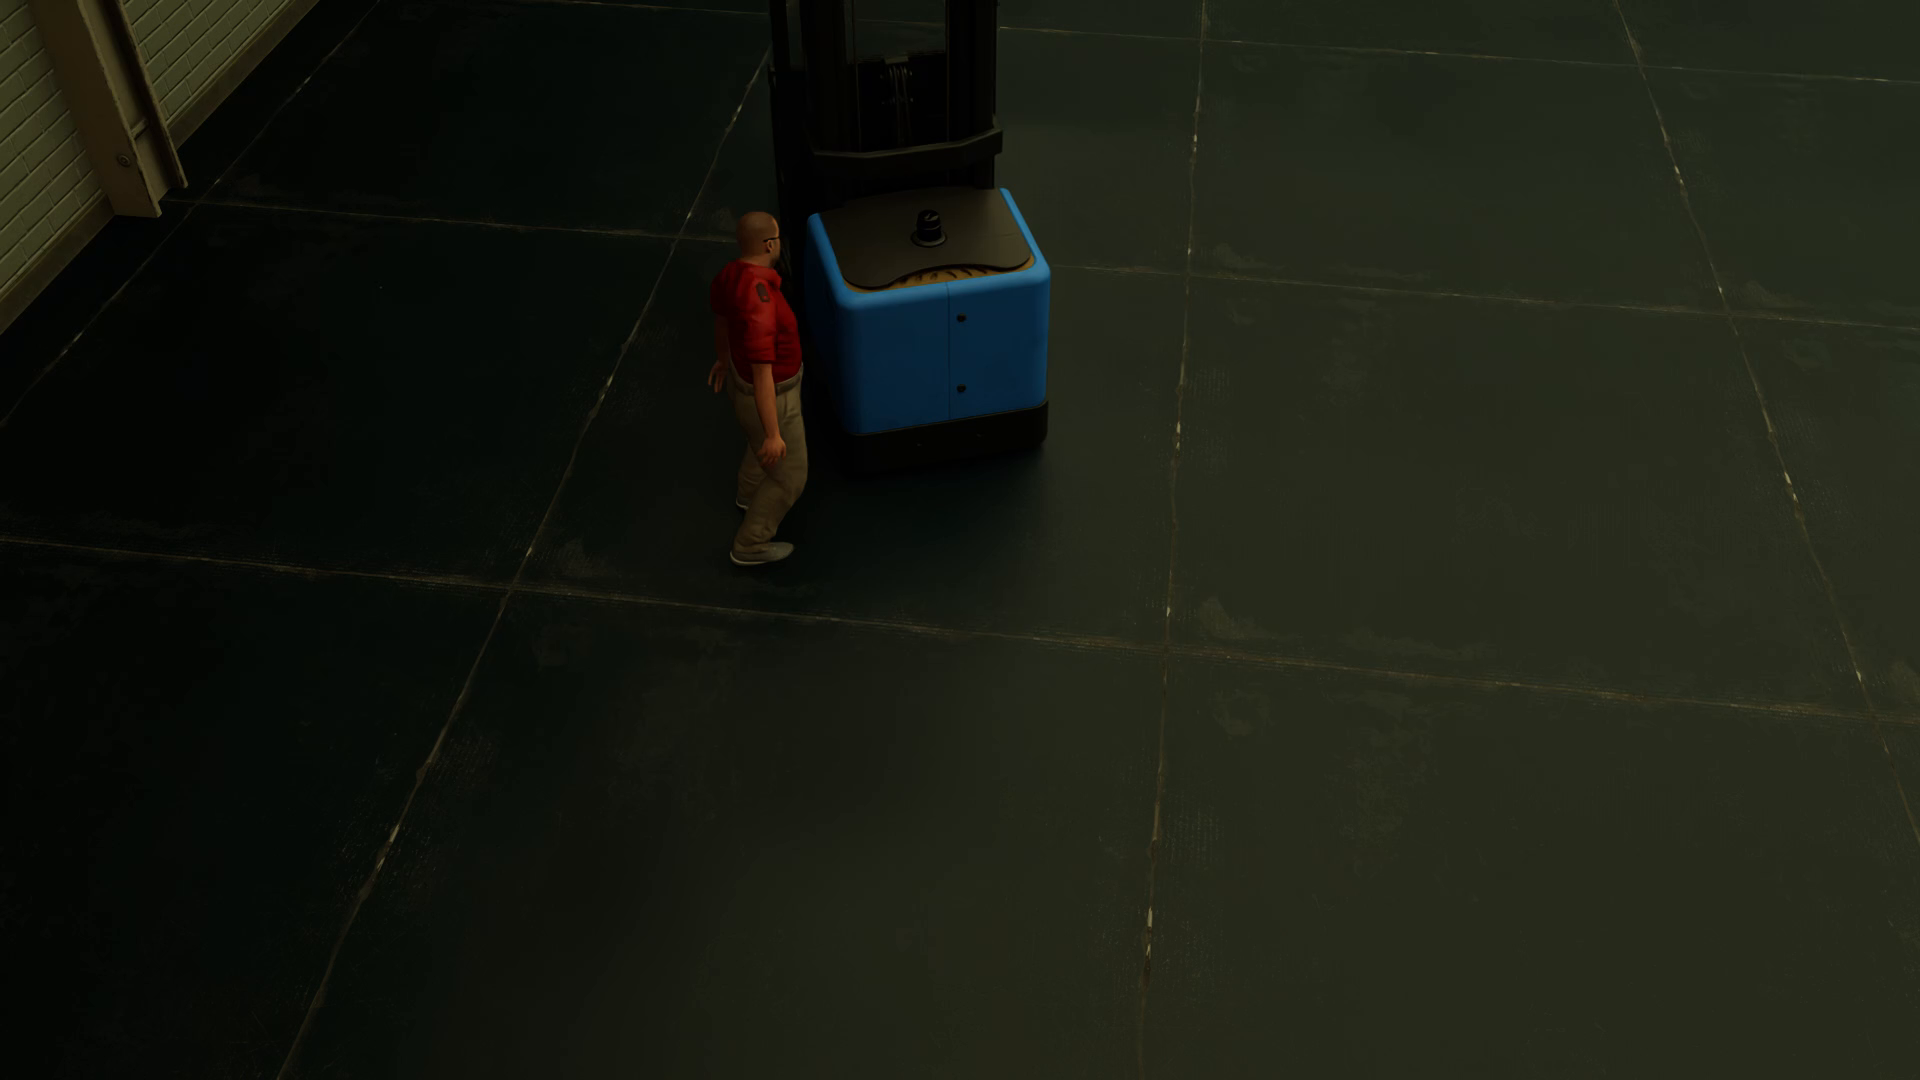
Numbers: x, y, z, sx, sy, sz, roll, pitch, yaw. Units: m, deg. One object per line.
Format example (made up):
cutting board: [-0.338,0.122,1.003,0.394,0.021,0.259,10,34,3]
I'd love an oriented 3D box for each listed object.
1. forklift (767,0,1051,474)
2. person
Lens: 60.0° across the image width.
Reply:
forklift: [-0.422,-2.415,8.353,1.130,2.935,3.031,-10,43,-10]
person: [-0.896,-0.641,7.389,0.437,1.713,0.889,-13,44,-14]
